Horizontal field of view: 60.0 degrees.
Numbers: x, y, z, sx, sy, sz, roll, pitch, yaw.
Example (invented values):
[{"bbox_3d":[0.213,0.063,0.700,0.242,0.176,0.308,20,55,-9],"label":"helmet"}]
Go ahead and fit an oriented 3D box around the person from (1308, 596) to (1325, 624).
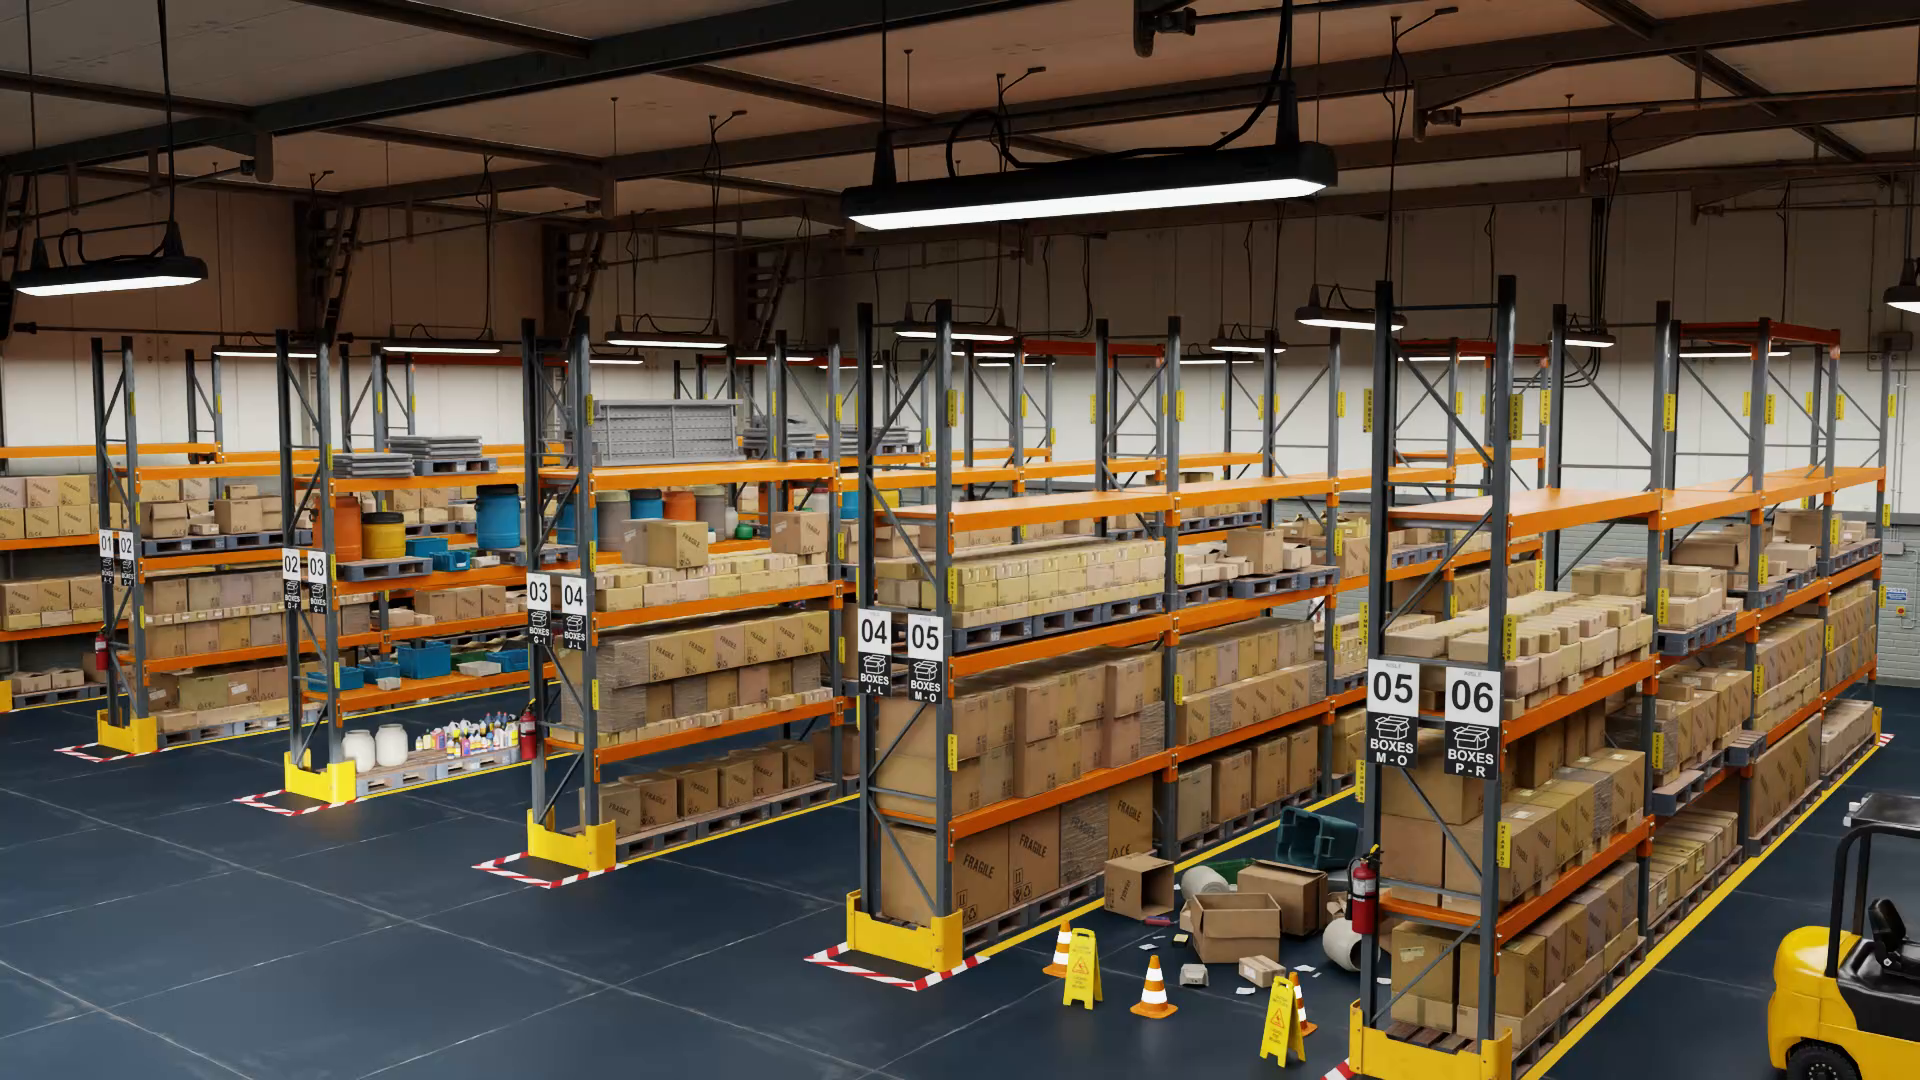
[{"bbox_3d":[6.730,1.628,31.207,0.604,1.688,0.467,5,7,44],"label":"person"}]
